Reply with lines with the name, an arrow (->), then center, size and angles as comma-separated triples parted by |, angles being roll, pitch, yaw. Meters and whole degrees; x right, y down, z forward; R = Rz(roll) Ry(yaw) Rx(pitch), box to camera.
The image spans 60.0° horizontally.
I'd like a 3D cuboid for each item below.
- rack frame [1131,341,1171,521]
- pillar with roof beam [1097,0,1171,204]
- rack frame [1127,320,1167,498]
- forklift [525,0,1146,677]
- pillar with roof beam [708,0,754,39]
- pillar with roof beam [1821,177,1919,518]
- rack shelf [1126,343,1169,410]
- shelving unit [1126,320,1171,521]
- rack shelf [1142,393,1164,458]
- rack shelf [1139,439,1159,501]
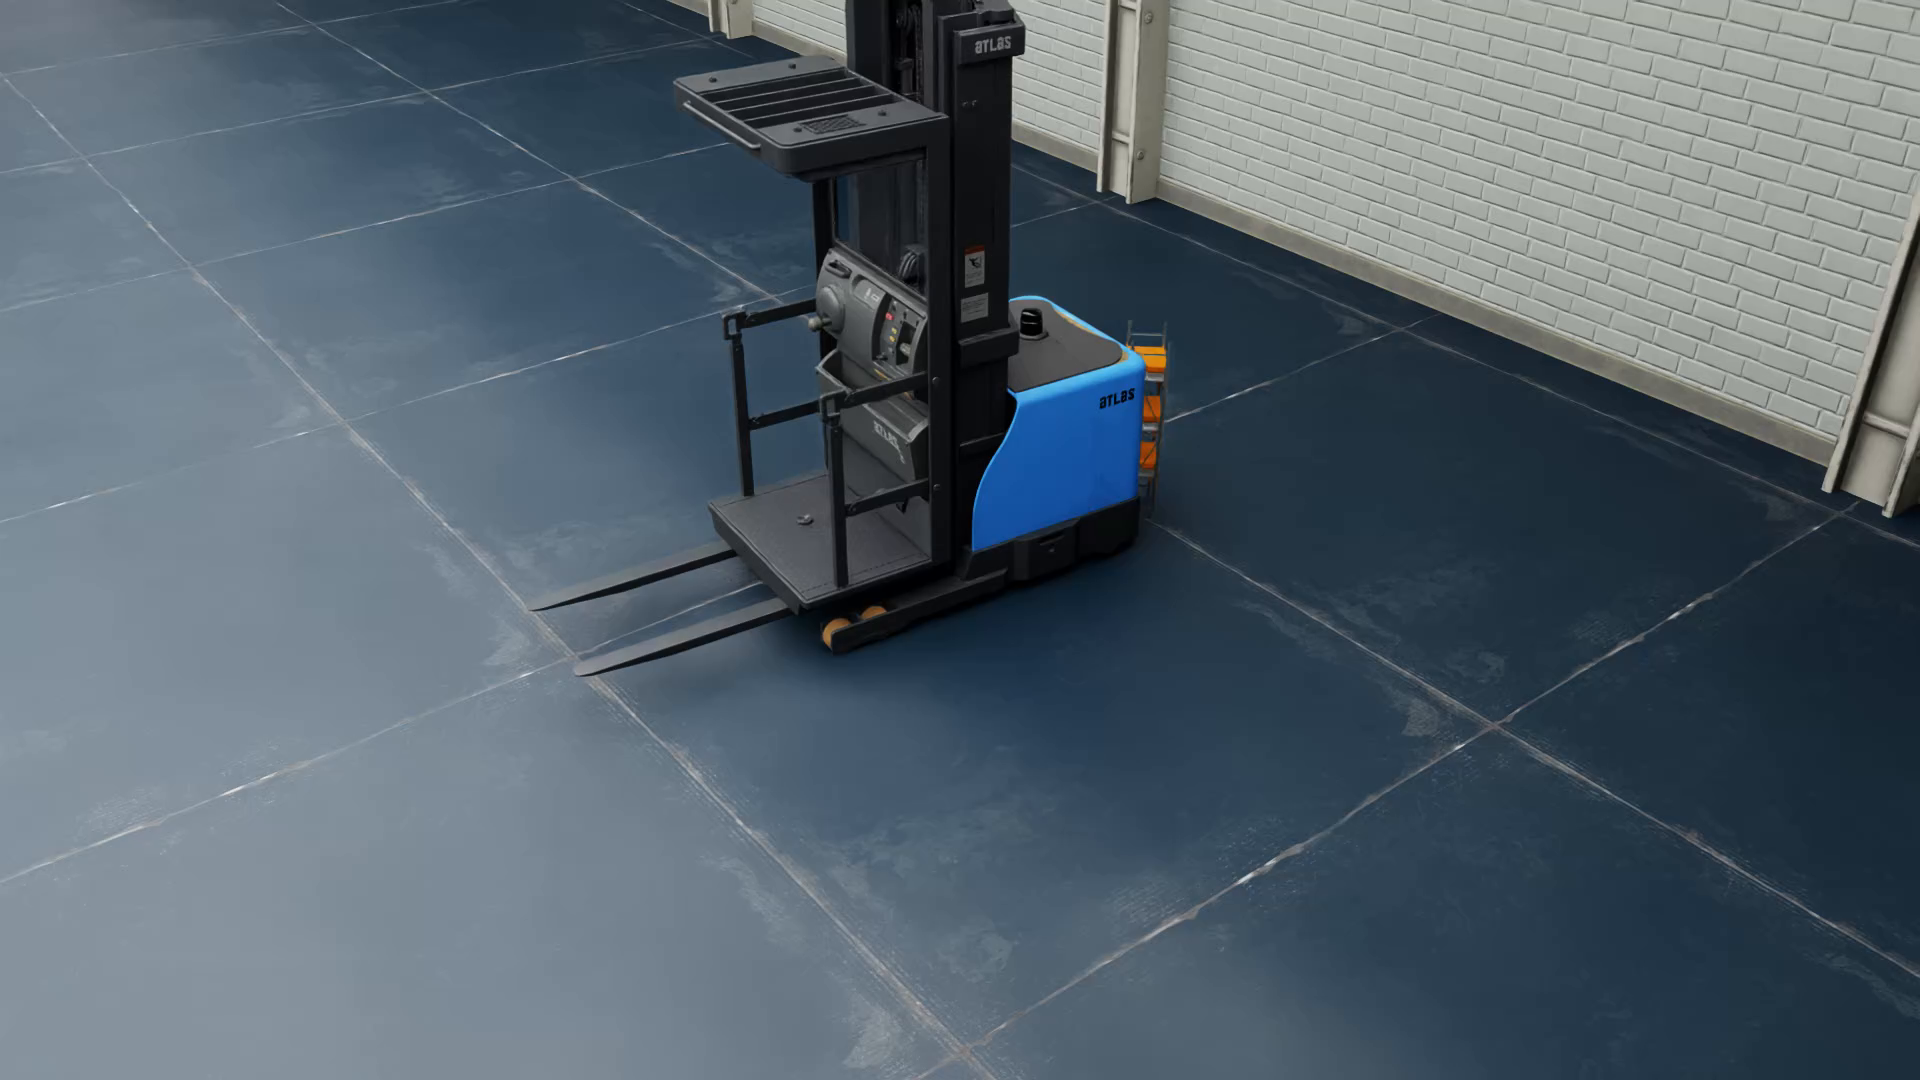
rack frame -> 0.948, -0.552, 8.639 | 0.200, 1.050, 0.008 | 2, 32, 0
pillar with roof beam -> -2.075, -5.177, 8.557 | 9.100, 9.000, 0.400 | -22, 38, -31
rack frame -> 0.954, -0.681, 8.846 | 0.200, 1.050, 0.008 | 2, 32, 0
forklift -> -0.591, -1.025, 7.623 | 3.031, 2.935, 1.130 | -18, 36, -27
pillar with roof beam -> -5.754, -7.678, 12.583 | 9.100, 9.000, 0.400 | -22, 38, -31
pillar with roof beam -> 1.604, -2.677, 4.530 | 9.100, 9.000, 0.400 | -22, 38, -31
rack shelf -> 0.958, -0.849, 8.598 | 0.215, 0.259, 0.240 | 2, 32, 0
shelving unit -> 0.951, -0.617, 8.742 | 0.215, 1.050, 0.252 | 2, 32, 0
rack shelf -> 0.950, -0.608, 8.748 | 0.215, 0.259, 0.240 | 2, 32, 0
rack shelf -> 0.943, -0.372, 8.895 | 0.215, 0.259, 0.240 | 2, 32, 0
